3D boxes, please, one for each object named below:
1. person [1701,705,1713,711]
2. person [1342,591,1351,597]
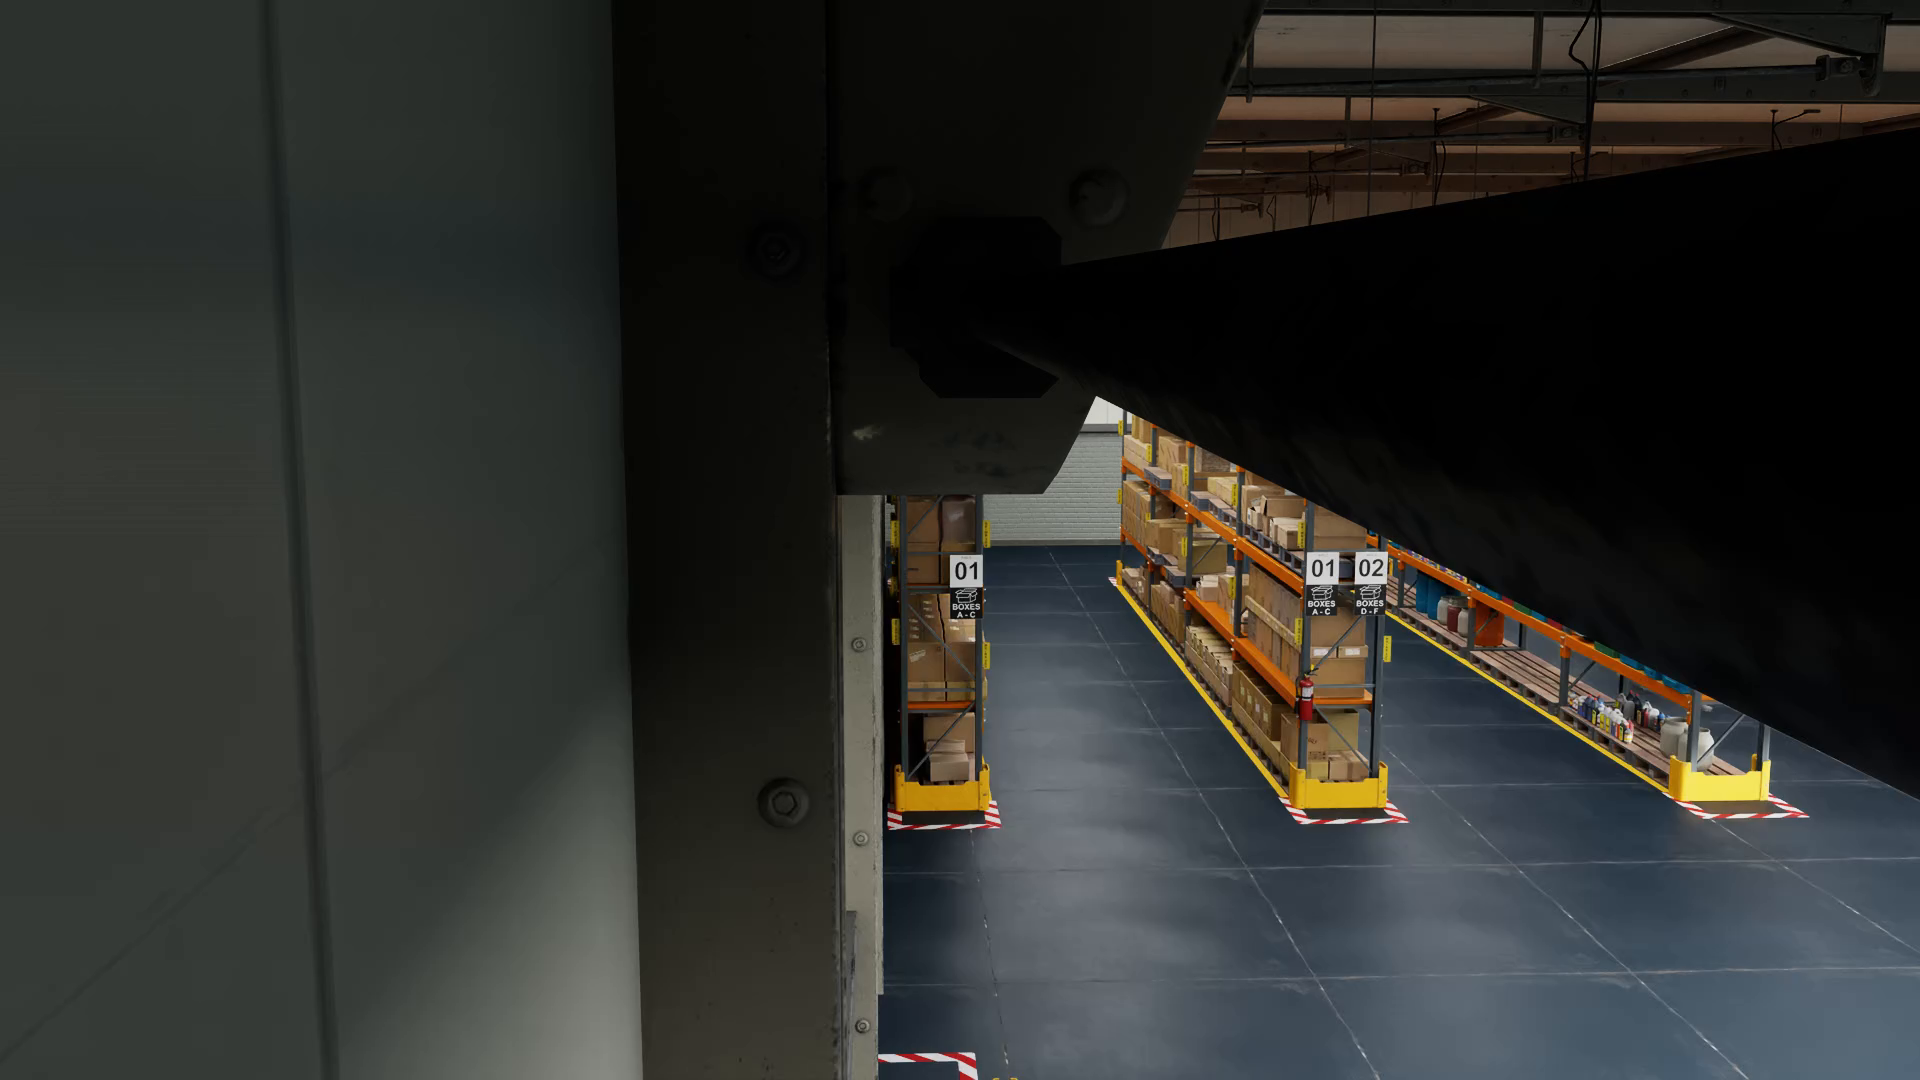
[{"bbox_3d":[11.475,1.744,25.495,0.660,1.709,0.746,-3,9,-21],"label":"person"},{"bbox_3d":[6.237,1.404,28.132,0.704,1.696,1.023,-3,9,-19],"label":"person"}]
